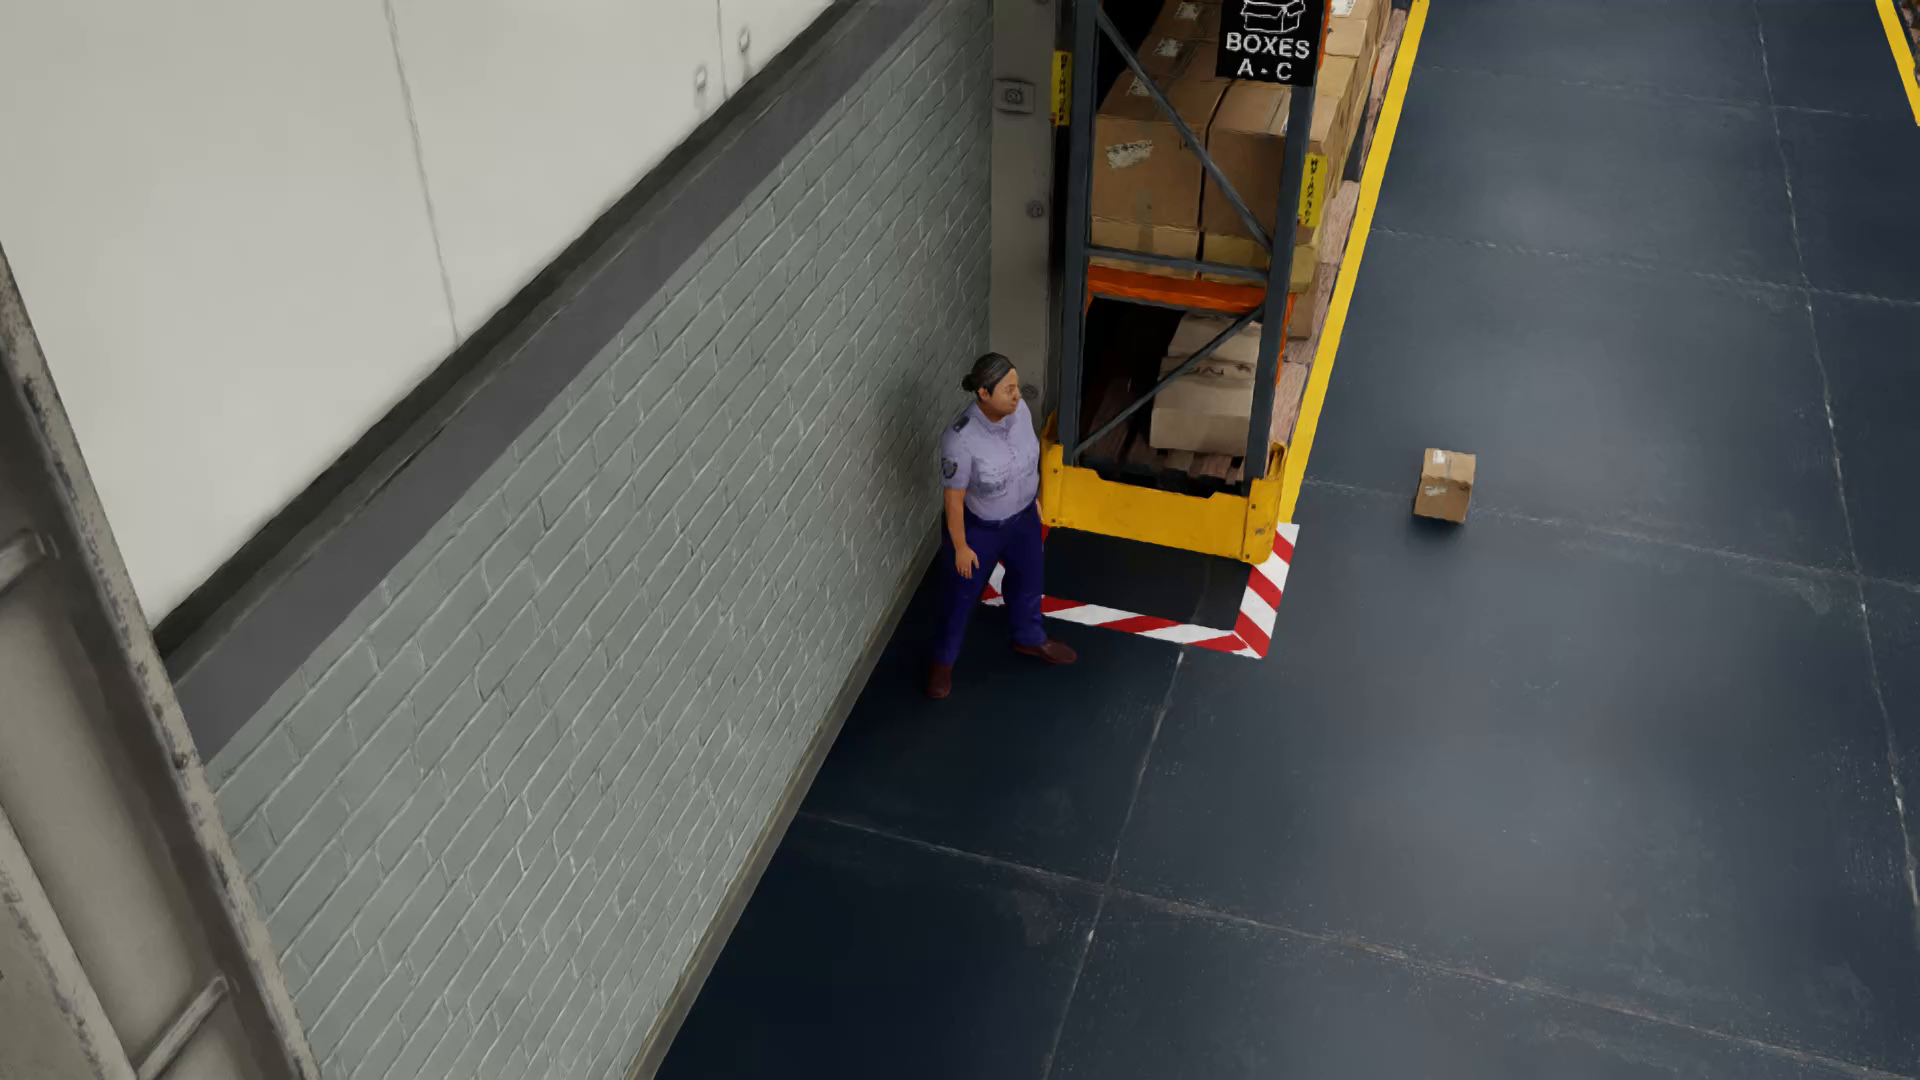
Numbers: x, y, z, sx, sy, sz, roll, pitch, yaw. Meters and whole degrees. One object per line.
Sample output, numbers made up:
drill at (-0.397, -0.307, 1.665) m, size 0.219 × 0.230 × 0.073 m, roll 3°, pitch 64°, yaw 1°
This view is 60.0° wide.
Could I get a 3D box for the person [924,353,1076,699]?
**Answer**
person at (0.145, -0.072, 6.975) m, size 0.672 × 1.635 × 0.454 m, roll -29°, pitch 46°, yaw -32°
